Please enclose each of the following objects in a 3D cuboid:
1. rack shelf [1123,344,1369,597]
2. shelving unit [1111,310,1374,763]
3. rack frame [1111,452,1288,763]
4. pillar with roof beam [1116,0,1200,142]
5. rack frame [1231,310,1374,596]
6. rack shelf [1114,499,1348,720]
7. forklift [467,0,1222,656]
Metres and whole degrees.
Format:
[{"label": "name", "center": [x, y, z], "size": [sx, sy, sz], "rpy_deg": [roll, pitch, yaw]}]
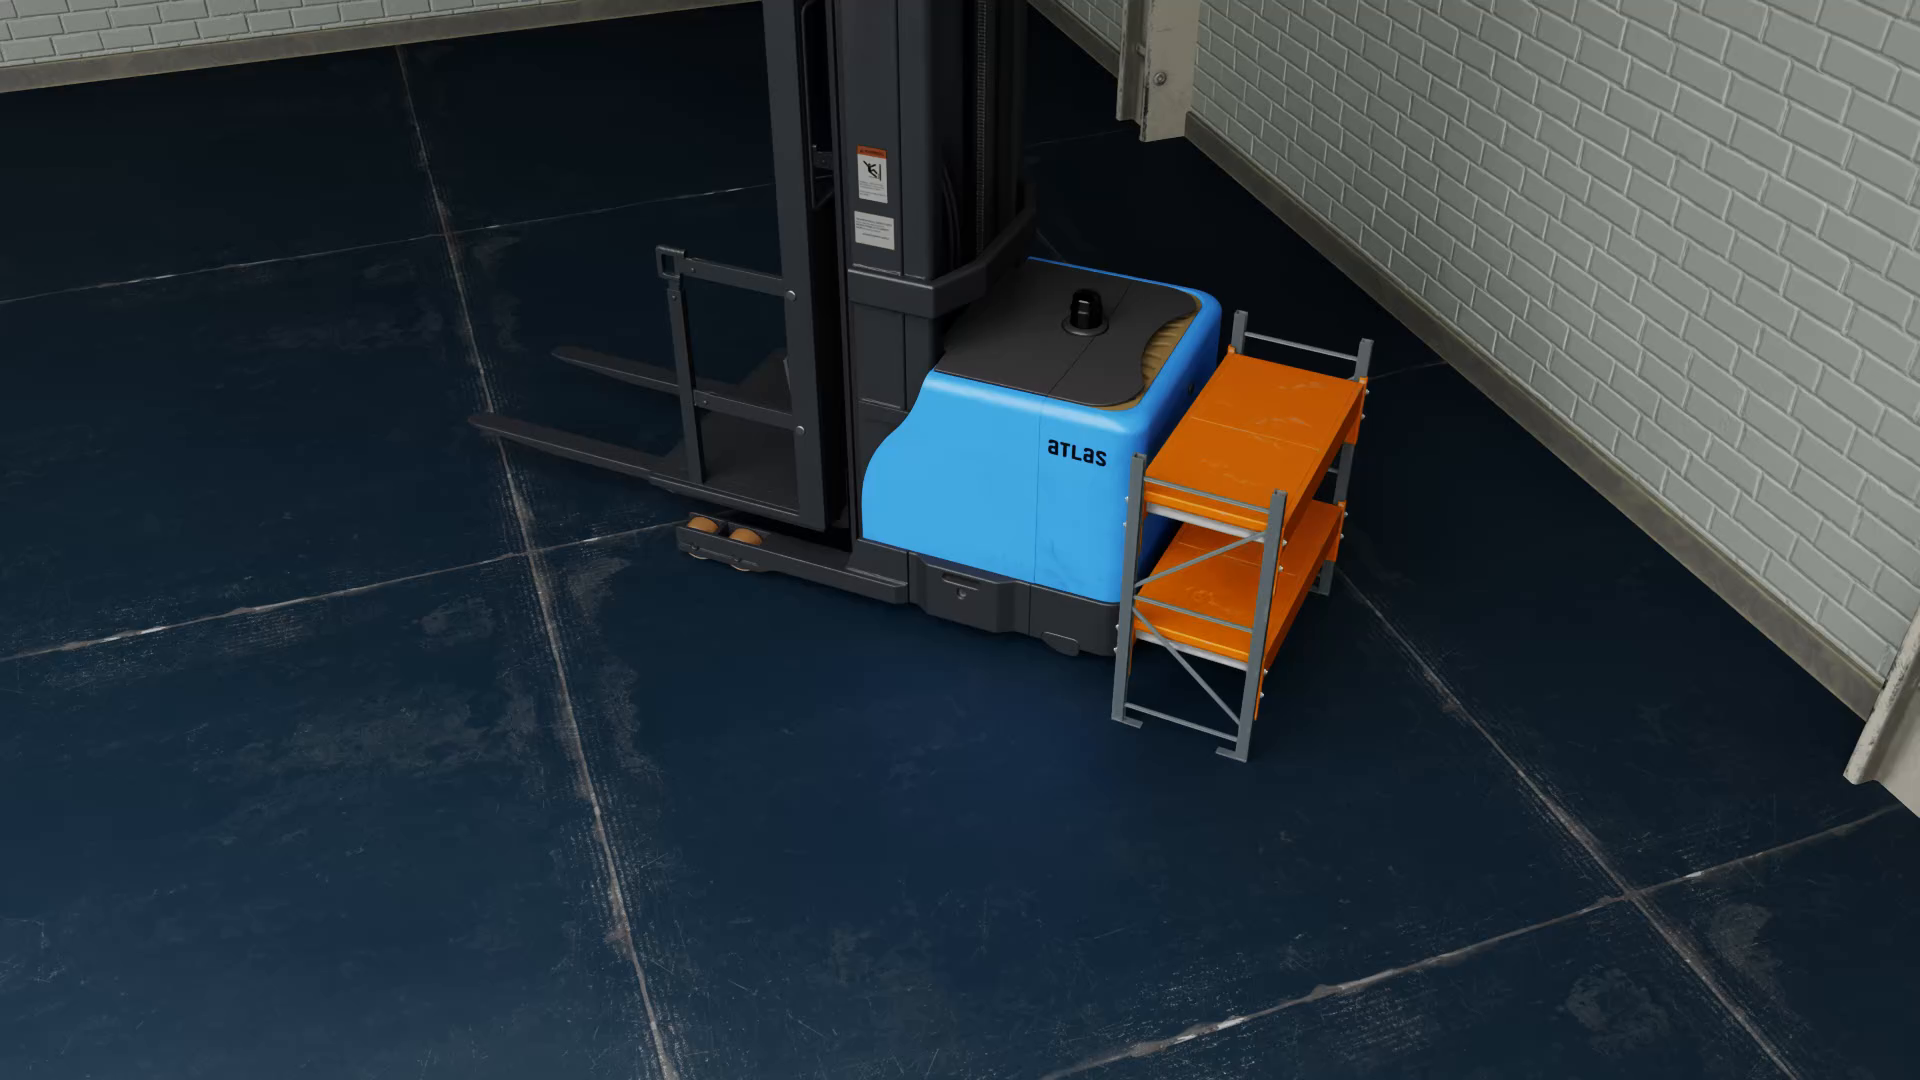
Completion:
[{"label": "rack shelf", "center": [0.992, -0.264, 5.678], "size": [0.538, 0.278, 1.000], "rpy_deg": [16, 40, 20]}, {"label": "shelving unit", "center": [0.991, -0.030, 5.854], "size": [0.538, 1.125, 1.048], "rpy_deg": [16, 40, 20]}, {"label": "rack frame", "center": [0.769, 0.245, 5.489], "size": [0.500, 1.125, 0.032], "rpy_deg": [16, 40, 20]}, {"label": "pillar with roof beam", "center": [-2.877, -5.213, 6.191], "size": [9.100, 9.000, 0.400], "rpy_deg": [-12, 39, -16]}, {"label": "rack frame", "center": [1.214, -0.305, 6.219], "size": [0.500, 1.125, 0.032], "rpy_deg": [16, 40, 20]}, {"label": "rack shelf", "center": [0.991, 0.165, 6.002], "size": [0.538, 0.278, 1.000], "rpy_deg": [16, 40, 20]}, {"label": "forklift", "center": [-0.575, -1.322, 6.069], "size": [3.031, 2.935, 1.130], "rpy_deg": [15, 39, 19]}]
